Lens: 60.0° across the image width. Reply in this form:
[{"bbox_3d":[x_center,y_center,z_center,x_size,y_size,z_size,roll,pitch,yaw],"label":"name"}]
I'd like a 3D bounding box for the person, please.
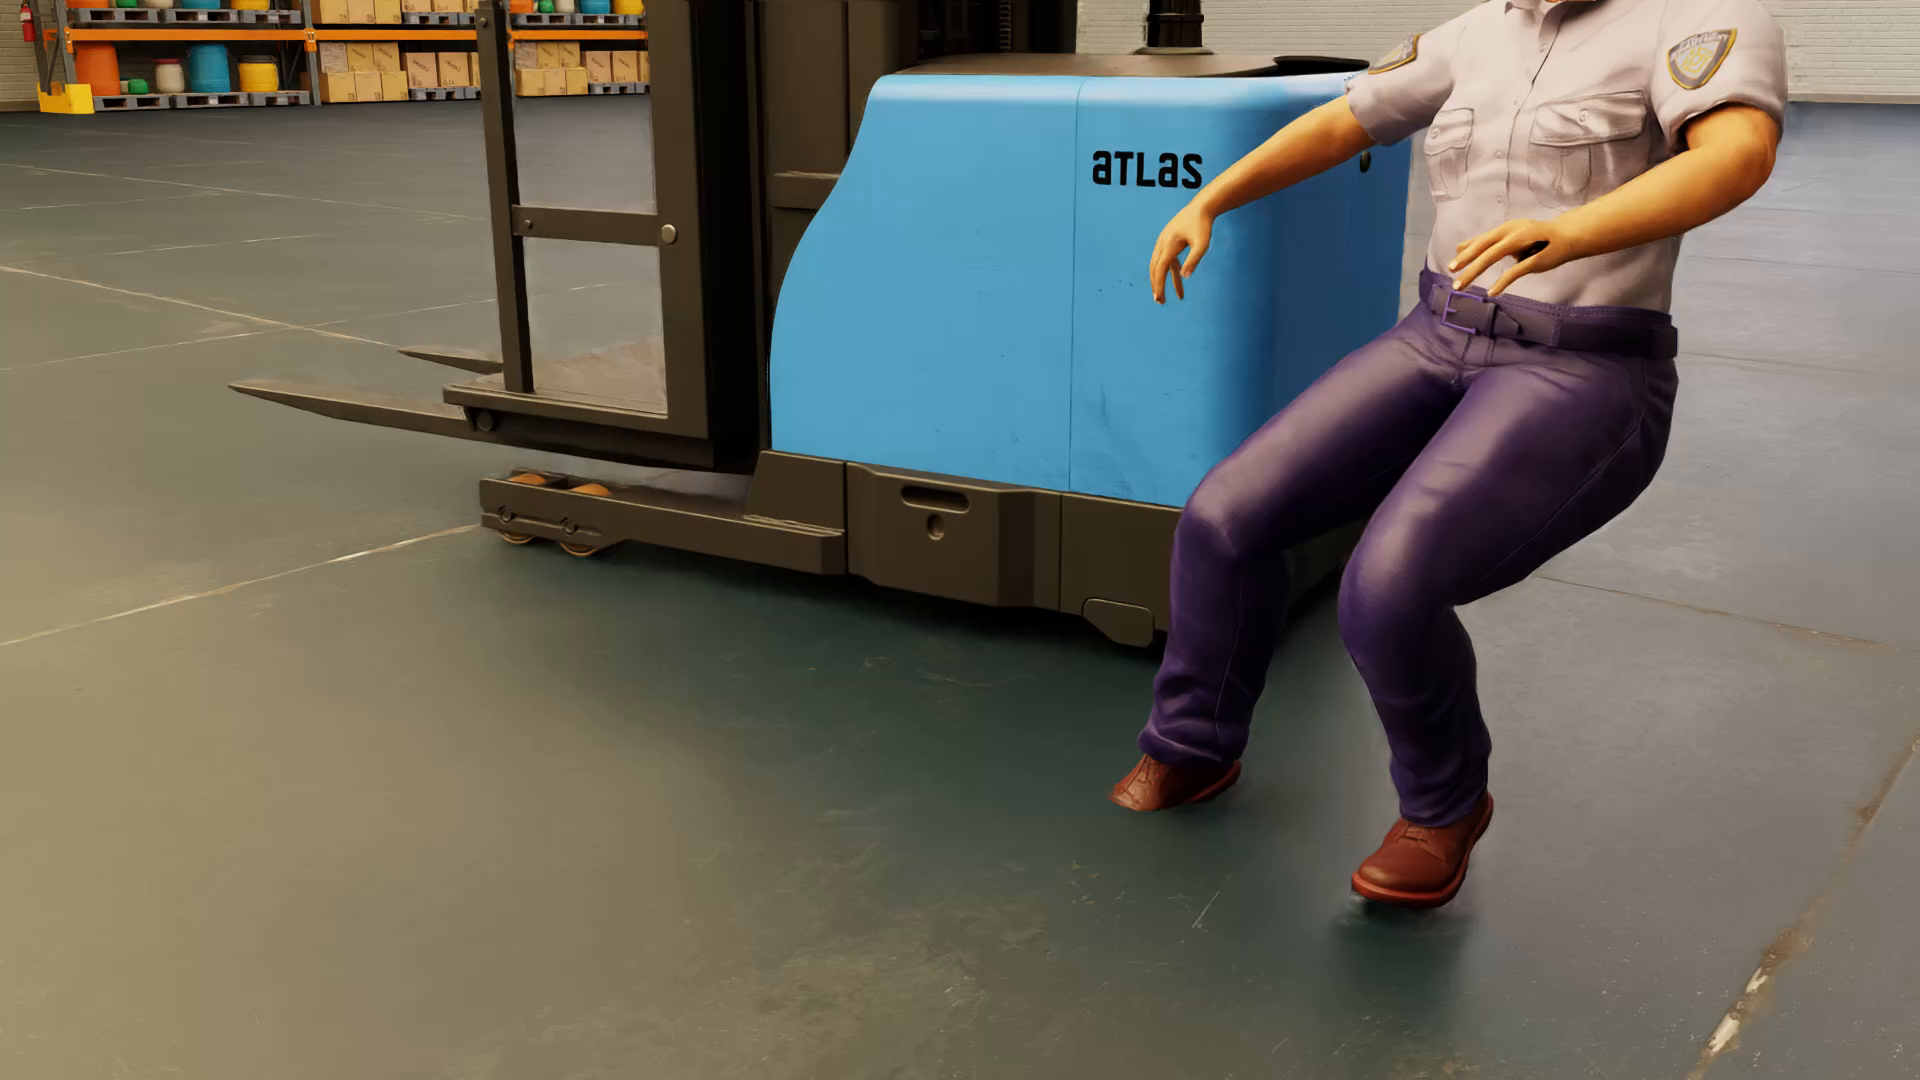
[{"bbox_3d":[0.633,-0.221,2.263,0.651,1.525,0.811,-11,20,-32],"label":"person"}]

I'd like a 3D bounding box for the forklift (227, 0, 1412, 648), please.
[{"bbox_3d":[-0.540,-1.487,3.794,3.031,2.935,1.130,9,19,28],"label":"forklift"}]
